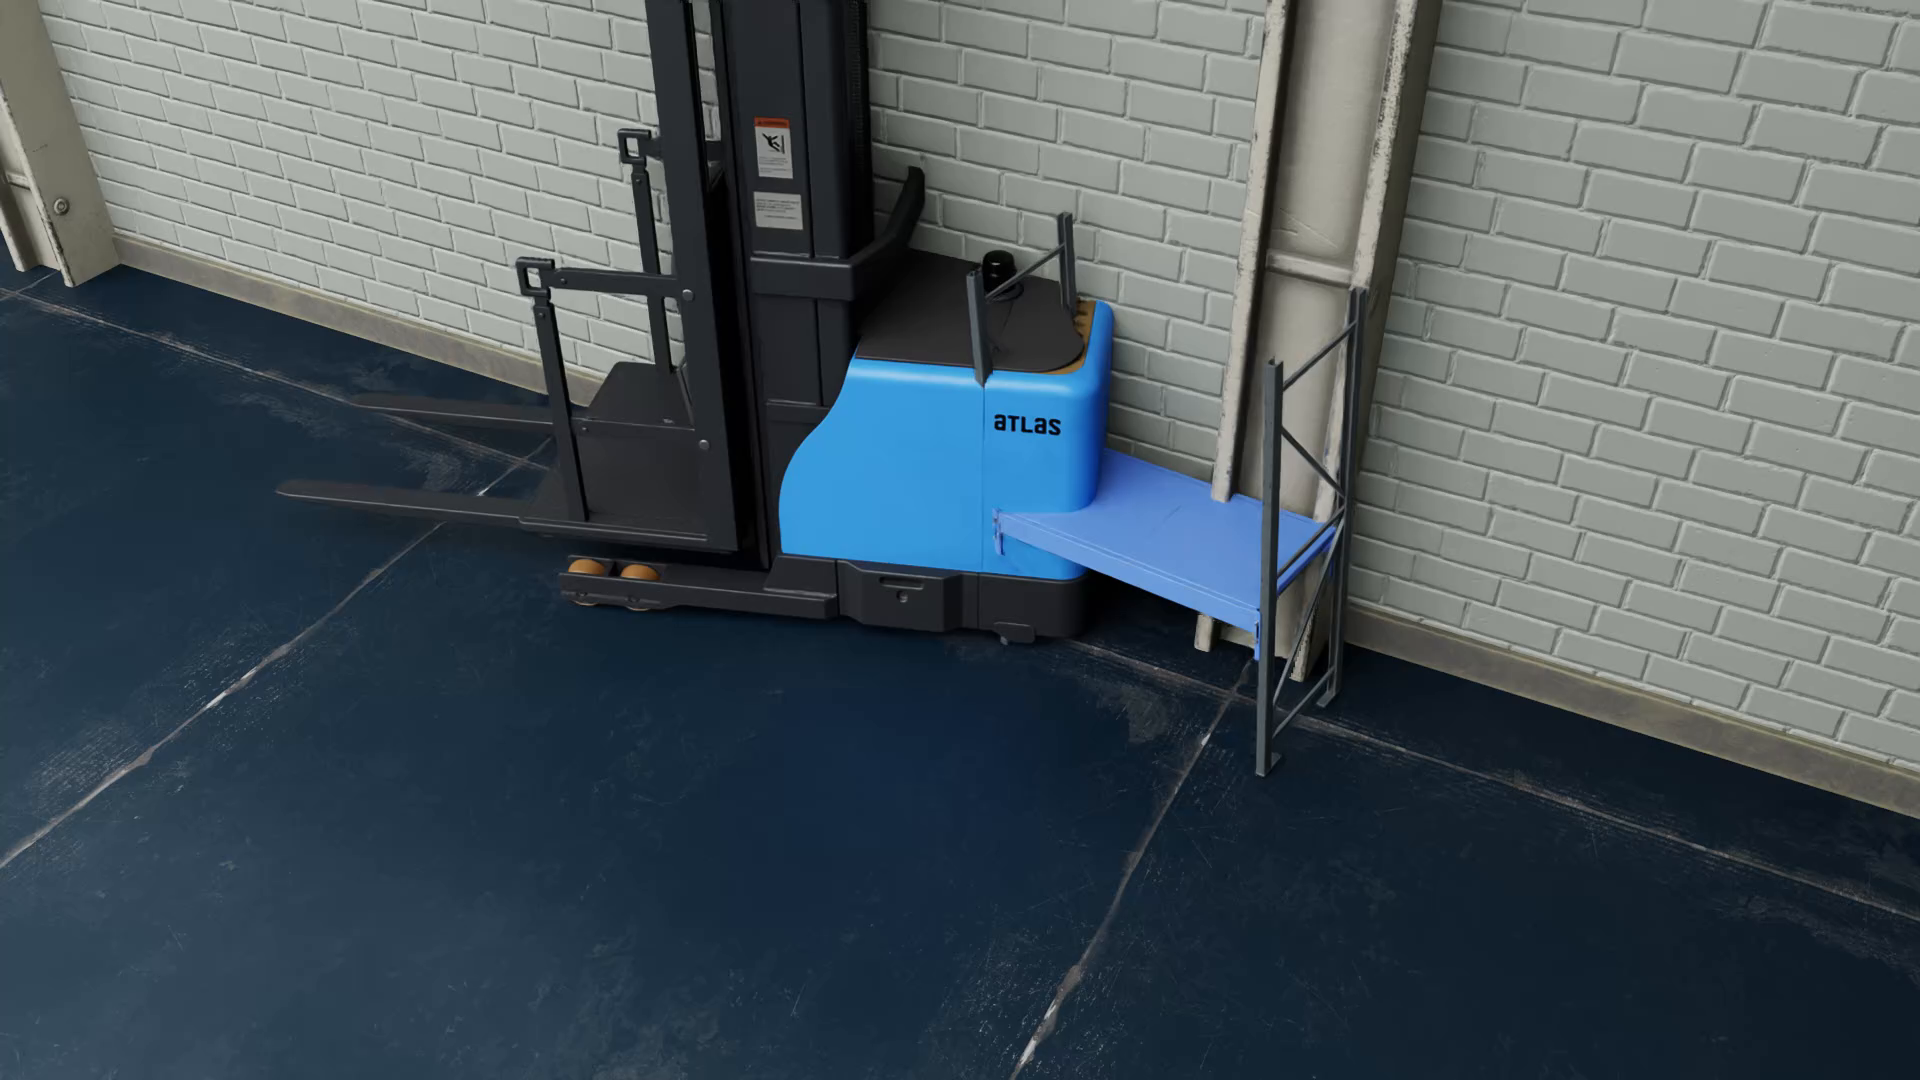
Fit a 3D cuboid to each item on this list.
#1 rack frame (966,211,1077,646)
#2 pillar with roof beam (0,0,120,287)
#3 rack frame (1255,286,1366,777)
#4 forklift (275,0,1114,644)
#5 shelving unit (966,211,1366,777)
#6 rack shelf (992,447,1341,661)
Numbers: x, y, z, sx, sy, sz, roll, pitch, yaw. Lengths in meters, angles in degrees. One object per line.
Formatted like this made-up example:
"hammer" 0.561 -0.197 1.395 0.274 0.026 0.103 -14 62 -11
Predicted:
"rack frame" 0.250 -0.304 5.525 0.032 1.500 0.500 22 45 33
"pillar with roof beam" -6.252 -2.596 2.228 0.400 9.000 9.100 17 41 21
"rack frame" 1.039 0.017 4.970 0.032 1.500 0.500 22 45 33
"forklift" -0.975 -1.223 5.437 3.031 2.935 1.130 5 38 7
"shelving unit" 0.645 -0.143 5.248 1.048 1.500 0.538 22 45 33
"rack shelf" 0.660 0.001 5.354 1.000 0.185 0.538 22 45 33
